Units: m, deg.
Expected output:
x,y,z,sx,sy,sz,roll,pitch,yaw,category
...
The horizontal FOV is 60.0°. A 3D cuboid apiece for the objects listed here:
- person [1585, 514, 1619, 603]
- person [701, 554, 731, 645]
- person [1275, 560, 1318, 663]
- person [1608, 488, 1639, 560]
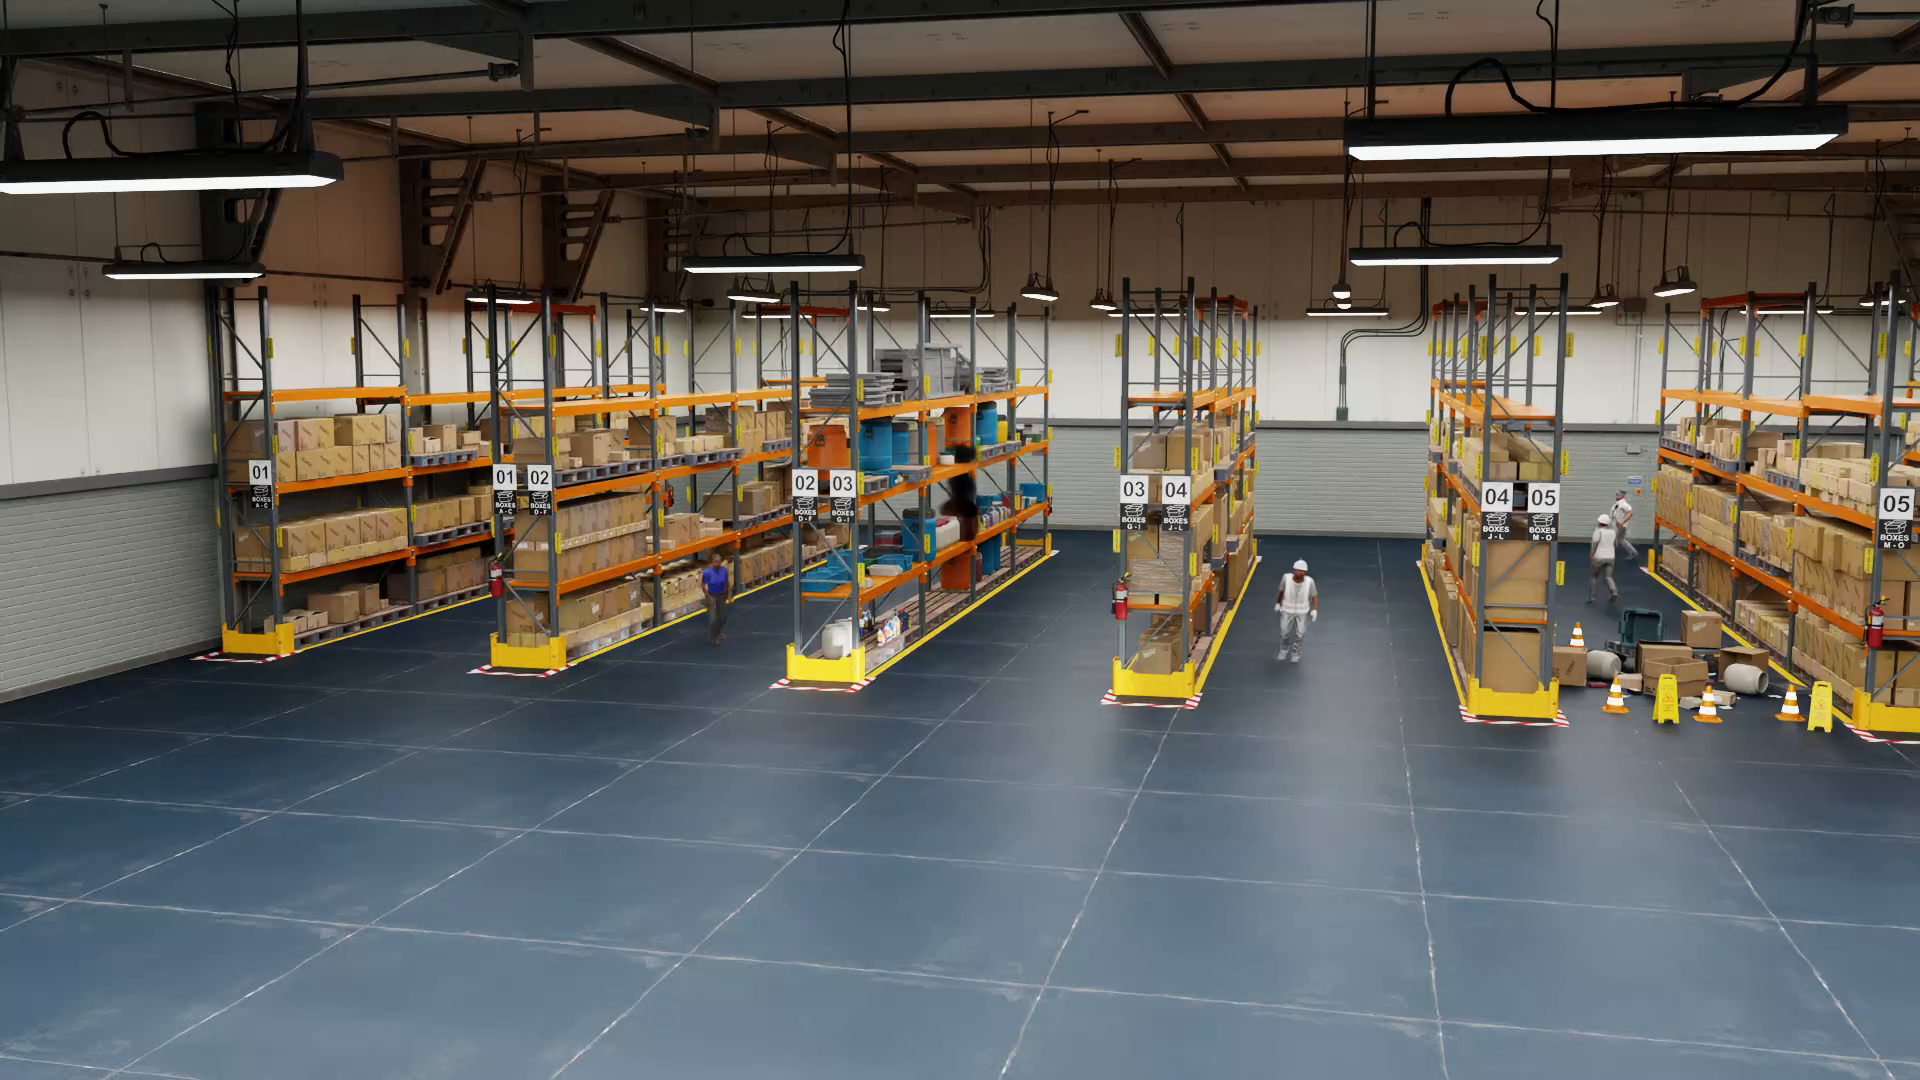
x,y,z,sx,sy,sz,roll,pitch,yaw,category
12.604,0.392,32.520,0.629,1.780,0.959,-1,7,-5,person
-4.161,0.993,28.235,0.573,1.593,0.753,-4,8,-30,person
5.313,1.132,26.246,0.648,1.683,0.675,1,7,7,person
15.340,-0.331,38.754,0.989,1.773,0.697,2,7,18,person
